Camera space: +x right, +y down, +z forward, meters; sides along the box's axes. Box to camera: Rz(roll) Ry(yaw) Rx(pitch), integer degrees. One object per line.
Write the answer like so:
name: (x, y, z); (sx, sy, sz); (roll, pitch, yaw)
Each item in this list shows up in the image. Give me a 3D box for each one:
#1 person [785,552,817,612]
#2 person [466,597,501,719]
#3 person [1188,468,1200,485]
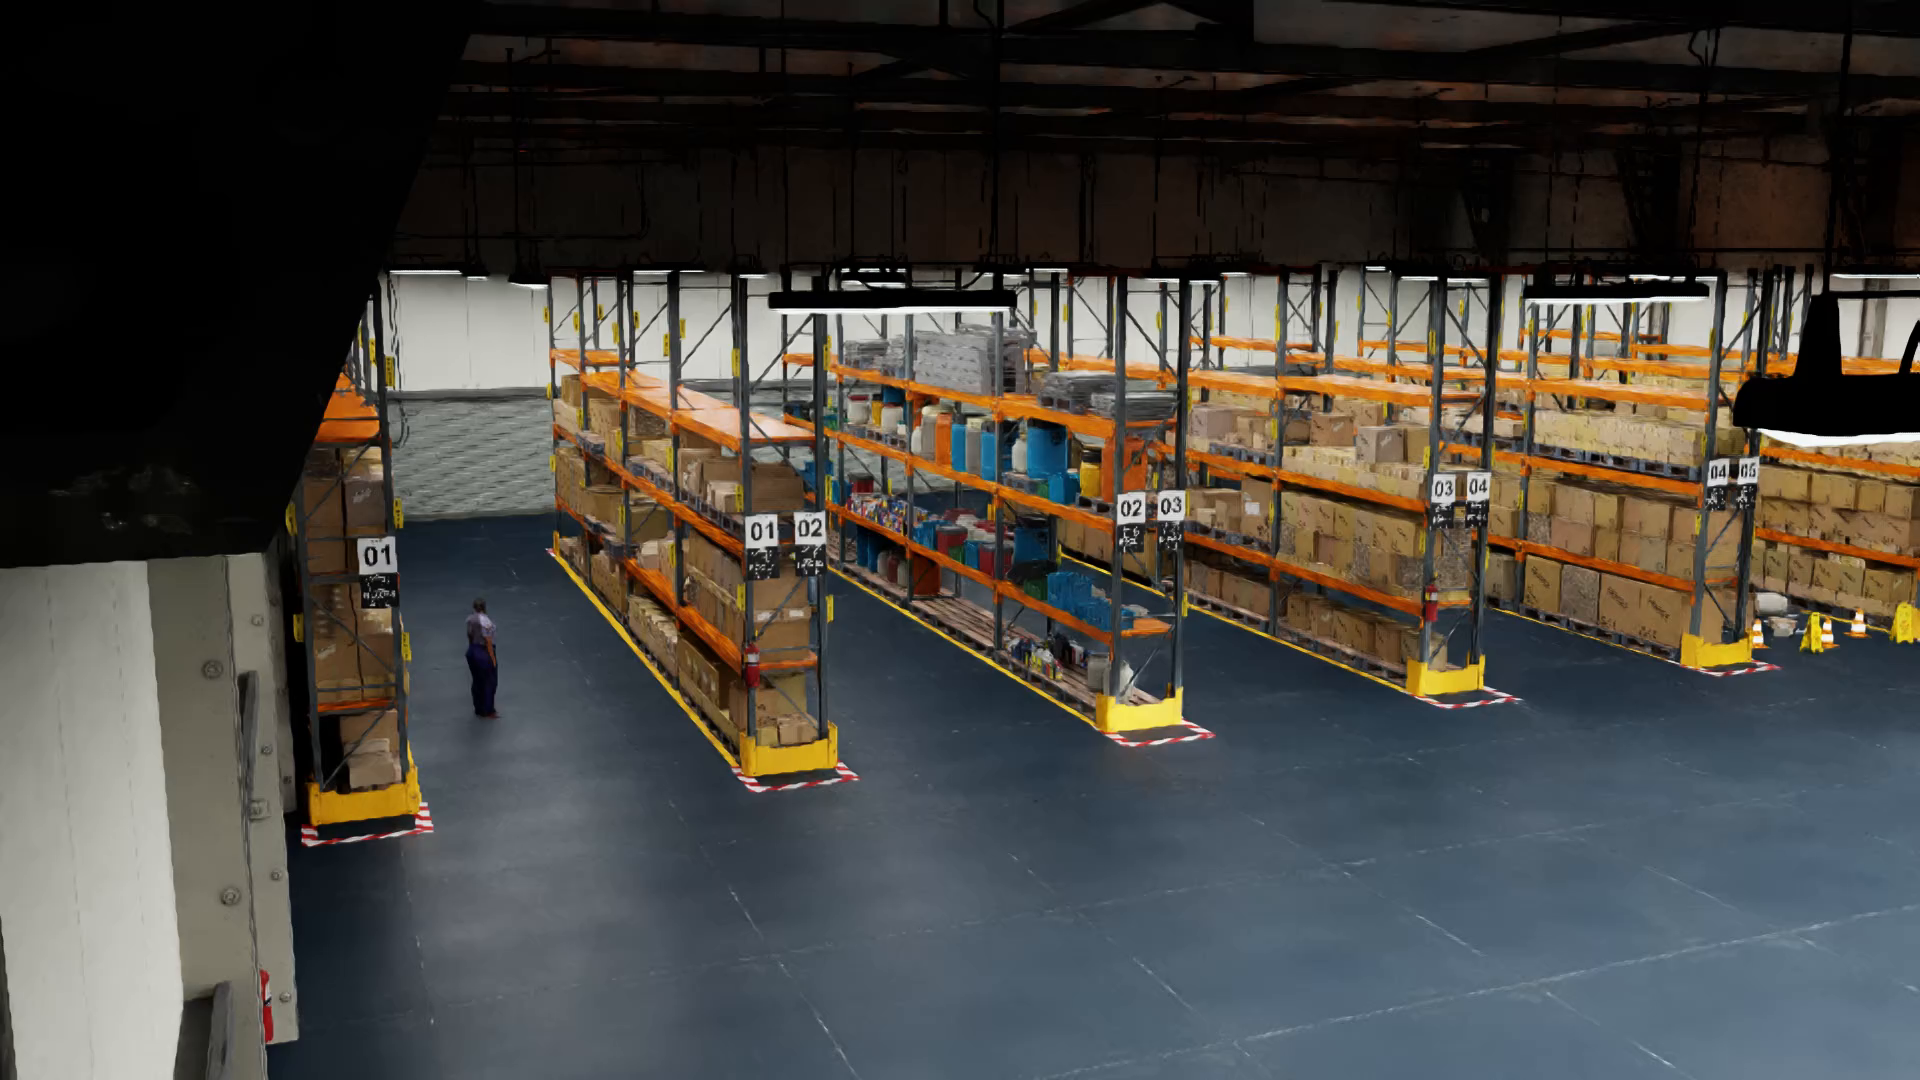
person: (-2.809, 0.395, 29.443); (0.577, 1.691, 1.121); (-4, 10, -19)
person: (-6.519, 1.621, 22.770); (0.565, 1.715, 0.380); (8, 13, 40)
person: (5.809, -1.735, 41.506); (0.646, 1.781, 0.553); (8, 13, 39)
